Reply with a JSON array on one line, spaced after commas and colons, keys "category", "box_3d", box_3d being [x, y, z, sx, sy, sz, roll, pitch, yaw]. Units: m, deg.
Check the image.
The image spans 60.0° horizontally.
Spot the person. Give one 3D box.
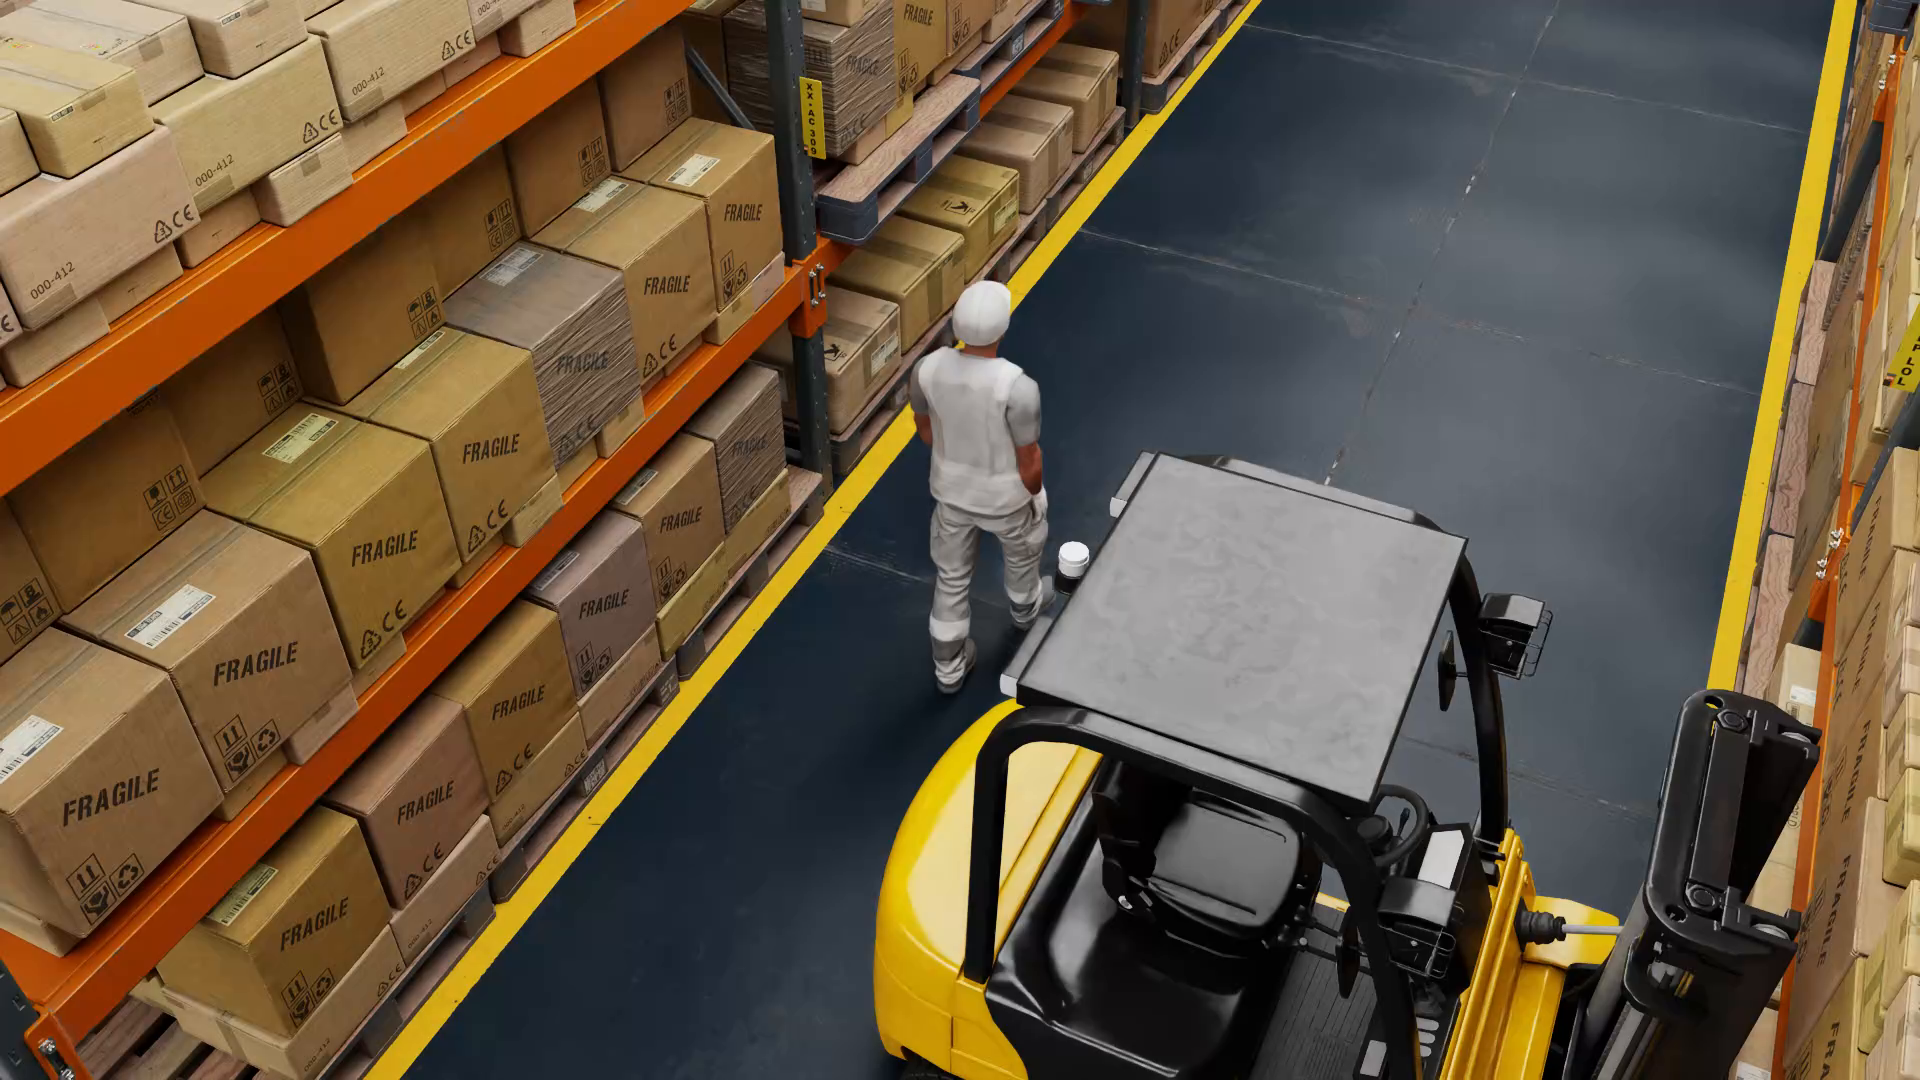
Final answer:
[{"category": "person", "box_3d": [0.106, -0.258, 6.415, 0.544, 1.772, 0.762, 16, 44, 17]}]
